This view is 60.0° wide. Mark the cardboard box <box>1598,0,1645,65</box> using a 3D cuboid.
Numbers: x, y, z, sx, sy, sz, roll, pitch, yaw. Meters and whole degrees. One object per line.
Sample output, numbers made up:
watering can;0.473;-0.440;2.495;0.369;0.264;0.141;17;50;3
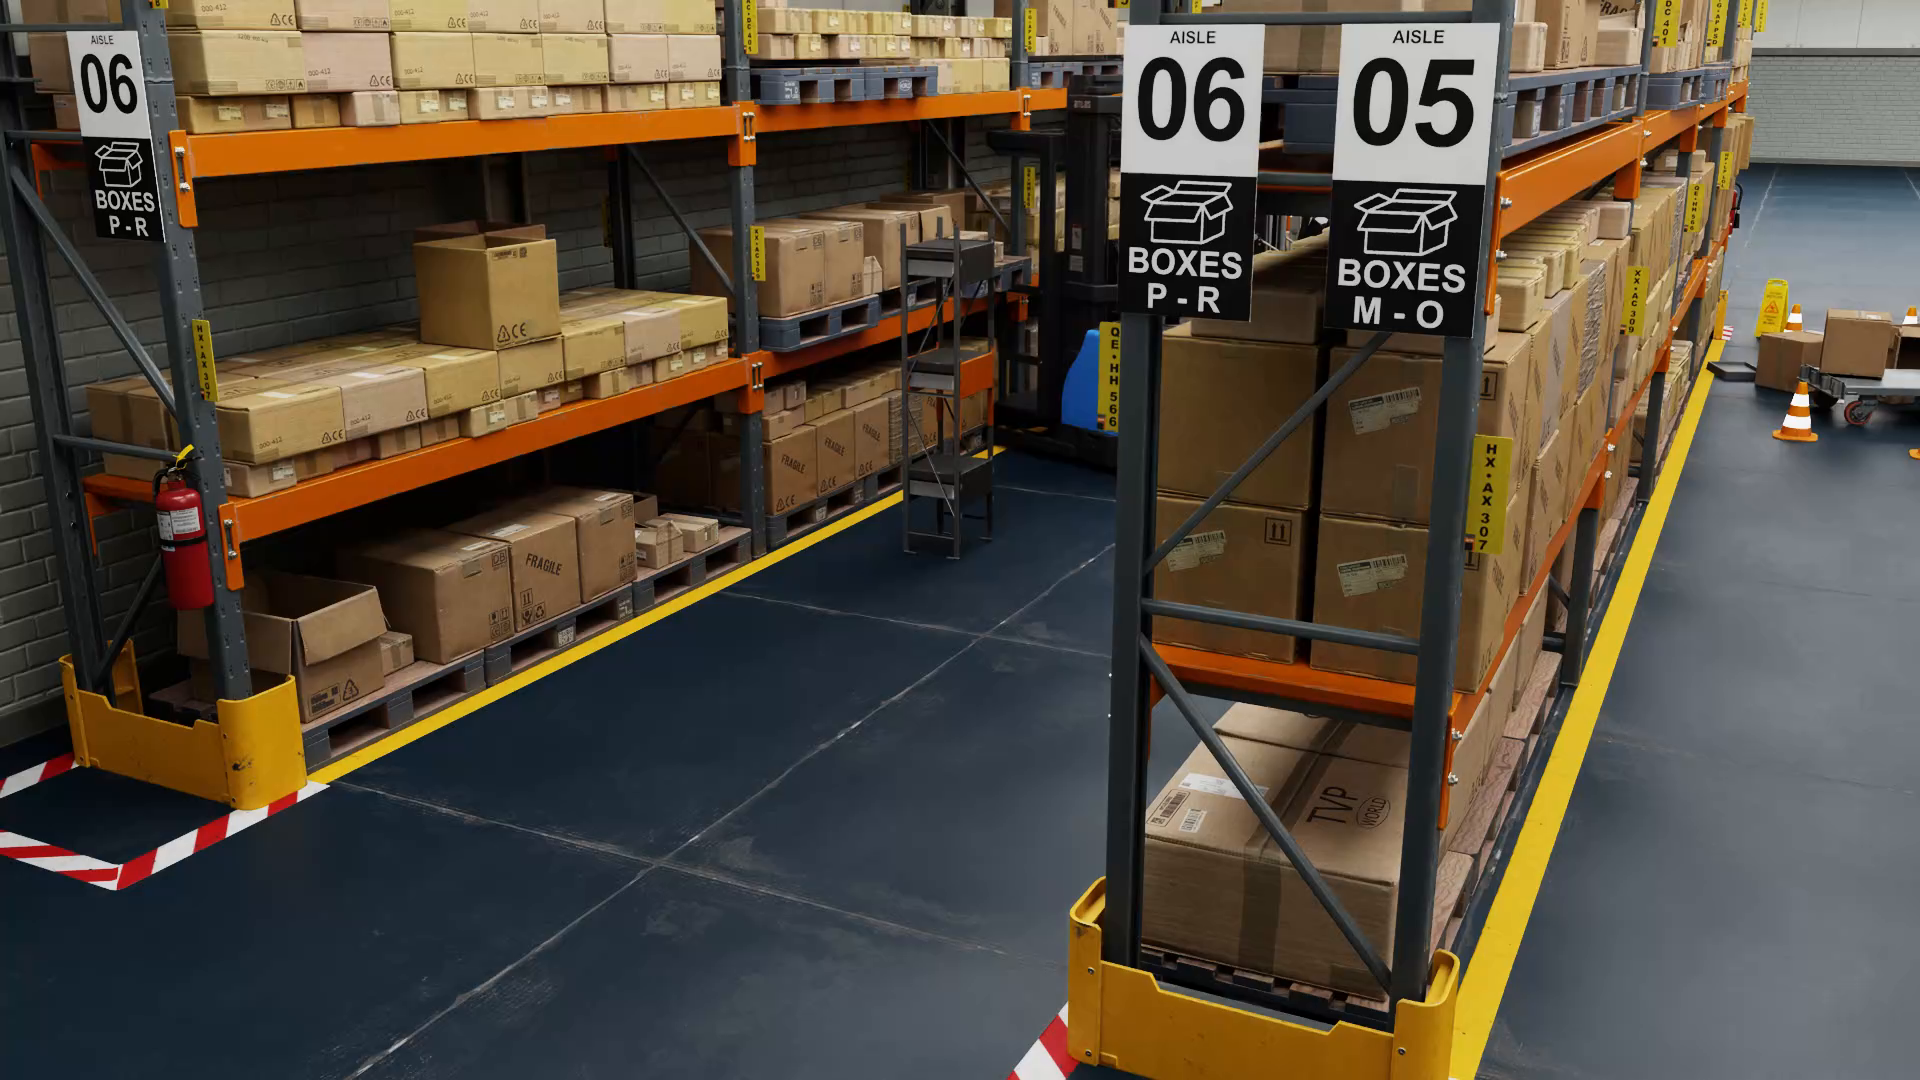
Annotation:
cardboard box;2.725;-2.178;7.144;0.396;0.266;0.258;9;19;27

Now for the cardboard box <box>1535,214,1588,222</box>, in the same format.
cardboard box;2.439;-1.296;7.048;0.380;0.149;0.250;8;18;25

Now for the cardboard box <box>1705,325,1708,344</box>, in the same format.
cardboard box;7.267;-2.069;16.813;0.500;0.250;0.500;8;18;25

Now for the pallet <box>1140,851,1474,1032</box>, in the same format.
pallet;1.224;1.383;5.997;1.003;0.211;1.213;8;18;25

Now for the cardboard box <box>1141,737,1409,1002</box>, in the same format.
cardboard box;1.143;1.106;5.795;0.875;0.438;0.875;7;18;24

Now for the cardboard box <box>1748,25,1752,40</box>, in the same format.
cardboard box;8.200;-5.392;17.681;0.380;0.149;0.250;8;18;26

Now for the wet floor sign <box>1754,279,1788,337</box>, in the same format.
wet floor sign;9.129;-2.599;18.642;0.232;0.644;0.267;-15;22;-41

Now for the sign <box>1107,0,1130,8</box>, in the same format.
sign;0.458;-1.637;4.583;0.100;0.325;0.005;8;18;25

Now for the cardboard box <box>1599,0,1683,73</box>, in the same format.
cardboard box;3.378;-2.634;8.442;0.500;0.500;0.500;8;18;24

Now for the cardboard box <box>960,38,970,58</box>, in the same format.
cardboard box;-0.147;-3.717;12.567;0.380;0.149;0.250;9;19;27

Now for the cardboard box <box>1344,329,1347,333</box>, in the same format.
cardboard box;1.397;-0.709;5.073;0.380;0.149;0.250;9;19;27

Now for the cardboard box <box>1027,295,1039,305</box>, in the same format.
cardboard box;0.946;-1.967;15.813;0.875;0.625;0.625;7;18;23

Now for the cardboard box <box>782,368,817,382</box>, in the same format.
cardboard box;-1.271;-1.169;12.205;0.380;0.149;0.250;8;18;26

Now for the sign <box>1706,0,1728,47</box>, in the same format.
sign;5.005;-3.429;10.985;0.100;0.325;0.005;8;18;25

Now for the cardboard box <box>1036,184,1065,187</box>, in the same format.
cardboard box;0.877;-3.084;14.824;0.380;0.149;0.250;8;18;26

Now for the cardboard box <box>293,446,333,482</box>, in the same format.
cardboard box;-3.041;-0.370;7.442;0.380;0.149;0.250;9;19;27

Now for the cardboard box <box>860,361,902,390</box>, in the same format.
cardboard box;-0.542;-1.230;12.411;0.380;0.149;0.250;7;18;23

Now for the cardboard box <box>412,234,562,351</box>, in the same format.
cardboard box;-2.391;-1.264;8.436;0.500;0.500;0.500;9;19;27

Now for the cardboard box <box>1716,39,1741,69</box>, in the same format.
cardboard box;6.741;-4.383;14.984;0.500;0.250;0.500;8;18;24

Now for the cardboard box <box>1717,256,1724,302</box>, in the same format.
cardboard box;7.962;-2.821;18.028;0.500;0.500;0.500;8;18;26

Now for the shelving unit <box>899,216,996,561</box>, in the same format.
shelving unit;-0.074;-0.964;10.583;0.431;2.100;0.503;8;18;25

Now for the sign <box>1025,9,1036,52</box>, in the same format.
sign;0.554;-4.025;13.130;0.100;0.325;0.005;8;18;25

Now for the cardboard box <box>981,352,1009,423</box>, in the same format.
cardboard box;0.073;-1.276;13.706;0.500;0.500;0.500;9;19;27

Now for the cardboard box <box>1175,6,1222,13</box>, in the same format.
cardboard box;2.822;-5.647;18.405;0.797;0.503;0.637;9;19;27

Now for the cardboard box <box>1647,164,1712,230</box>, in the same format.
cardboard box;6.078;-2.915;14.135;0.500;0.500;0.500;8;18;26

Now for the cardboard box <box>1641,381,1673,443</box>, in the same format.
cardboard box;5.096;-1.051;13.173;0.950;0.372;0.625;8;18;24

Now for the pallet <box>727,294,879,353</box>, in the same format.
pallet;-1.263;-1.487;11.100;1.003;0.211;1.213;8;18;25

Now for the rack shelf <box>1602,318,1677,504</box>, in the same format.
rack shelf;3.618;-0.924;10.129;1.077;0.370;4.000;8;18;25

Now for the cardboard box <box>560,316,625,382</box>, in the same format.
cardboard box;-2.172;-1.045;9.014;0.500;0.250;0.500;8;18;25

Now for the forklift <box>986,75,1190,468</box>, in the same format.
forklift;0.898;-2.219;13.349;1.130;2.935;3.031;-13;21;-38

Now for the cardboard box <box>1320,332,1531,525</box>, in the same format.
cardboard box;1.406;-0.353;5.014;0.500;0.500;0.500;8;18;24

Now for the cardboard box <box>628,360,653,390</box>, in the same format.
cardboard box;-1.967;-0.954;9.409;0.380;0.149;0.250;9;19;27

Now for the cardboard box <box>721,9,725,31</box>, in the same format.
cardboard box;-1.593;-3.258;10.464;0.380;0.149;0.250;8;18;26

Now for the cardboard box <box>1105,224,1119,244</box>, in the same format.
cardboard box;1.173;-2.810;15.480;0.500;0.250;0.500;9;19;27

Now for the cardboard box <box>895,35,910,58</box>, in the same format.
cardboard box;-0.565;-3.377;11.384;0.380;0.149;0.250;9;19;27

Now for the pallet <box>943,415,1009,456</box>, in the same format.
pallet;-0.298;-0.886;13.638;1.003;0.211;1.213;8;18;25

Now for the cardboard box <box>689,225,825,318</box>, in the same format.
cardboard box;-1.302;-1.733;10.679;0.700;0.500;0.500;9;19;27

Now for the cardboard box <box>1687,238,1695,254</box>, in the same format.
cardboard box;5.847;-2.453;13.720;0.380;0.149;0.250;8;18;25

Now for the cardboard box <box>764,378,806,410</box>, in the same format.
cardboard box;-1.246;-0.976;11.033;0.380;0.149;0.250;7;18;23

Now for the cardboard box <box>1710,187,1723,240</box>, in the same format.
cardboard box;6.745;-3.064;15.373;0.500;0.500;0.500;8;18;25

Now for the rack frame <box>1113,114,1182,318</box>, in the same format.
rack frame;1.857;-3.427;17.295;1.000;3.000;0.127;8;18;25

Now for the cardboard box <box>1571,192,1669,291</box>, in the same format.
cardboard box;3.832;-1.755;9.732;0.500;0.500;0.500;8;18;24

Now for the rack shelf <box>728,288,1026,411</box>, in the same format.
rack shelf;-0.824;-1.554;12.252;1.077;0.370;4.000;8;18;25

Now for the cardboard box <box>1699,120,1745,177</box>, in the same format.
cardboard box;7.186;-3.803;16.105;0.700;0.500;0.500;8;18;24

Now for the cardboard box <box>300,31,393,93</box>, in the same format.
cardboard box;-2.854;-2.090;7.264;0.500;0.250;0.500;8;19;26

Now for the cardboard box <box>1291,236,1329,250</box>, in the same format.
cardboard box;1.439;-1.027;6.143;0.380;0.149;0.250;9;19;27

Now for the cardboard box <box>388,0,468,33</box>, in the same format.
cardboard box;-2.626;-2.457;7.622;0.500;0.250;0.500;8;18;25

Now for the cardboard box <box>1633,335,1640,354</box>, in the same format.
cardboard box;3.381;-1.139;8.977;0.500;0.250;0.500;8;19;26

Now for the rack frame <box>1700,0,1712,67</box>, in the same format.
rack frame;4.512;-4.654;10.887;1.000;3.000;0.127;8;18;25

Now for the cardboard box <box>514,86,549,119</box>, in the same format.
cardboard box;-2.276;-2.182;8.275;0.380;0.149;0.250;9;19;26

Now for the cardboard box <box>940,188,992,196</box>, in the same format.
cardboard box;0.051;-2.957;14.396;0.380;0.149;0.250;9;19;27

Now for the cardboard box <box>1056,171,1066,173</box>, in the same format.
cardboard box;1.133;-3.531;16.329;0.380;0.149;0.250;8;18;25

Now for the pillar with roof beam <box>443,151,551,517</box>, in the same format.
pillar with roof beam;1.016;-3.655;7.525;9.100;9.000;0.400;8;18;25

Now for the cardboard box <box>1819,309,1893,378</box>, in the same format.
cardboard box;7.905;-1.743;14.683;0.500;0.500;0.500;8;18;25

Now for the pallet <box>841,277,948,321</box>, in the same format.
pallet;-0.795;-1.820;12.222;1.003;0.211;1.213;8;18;25
